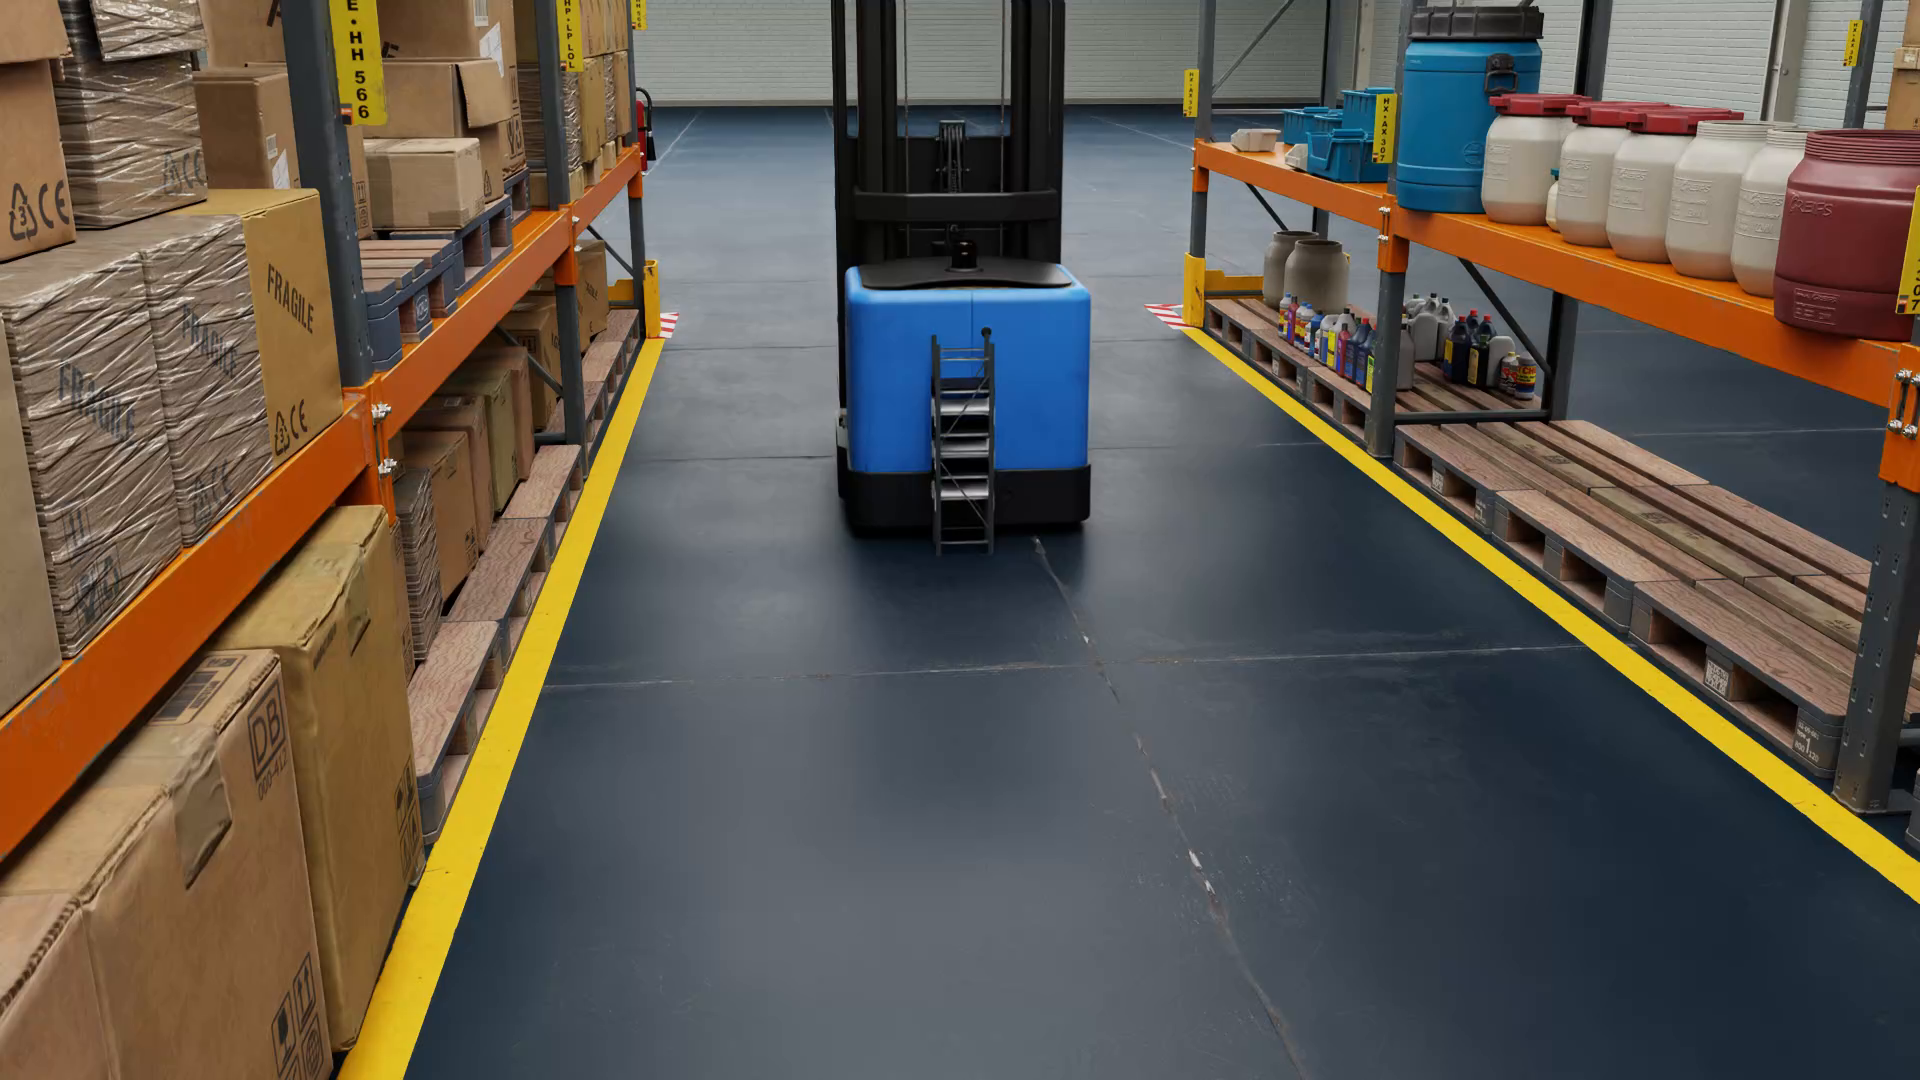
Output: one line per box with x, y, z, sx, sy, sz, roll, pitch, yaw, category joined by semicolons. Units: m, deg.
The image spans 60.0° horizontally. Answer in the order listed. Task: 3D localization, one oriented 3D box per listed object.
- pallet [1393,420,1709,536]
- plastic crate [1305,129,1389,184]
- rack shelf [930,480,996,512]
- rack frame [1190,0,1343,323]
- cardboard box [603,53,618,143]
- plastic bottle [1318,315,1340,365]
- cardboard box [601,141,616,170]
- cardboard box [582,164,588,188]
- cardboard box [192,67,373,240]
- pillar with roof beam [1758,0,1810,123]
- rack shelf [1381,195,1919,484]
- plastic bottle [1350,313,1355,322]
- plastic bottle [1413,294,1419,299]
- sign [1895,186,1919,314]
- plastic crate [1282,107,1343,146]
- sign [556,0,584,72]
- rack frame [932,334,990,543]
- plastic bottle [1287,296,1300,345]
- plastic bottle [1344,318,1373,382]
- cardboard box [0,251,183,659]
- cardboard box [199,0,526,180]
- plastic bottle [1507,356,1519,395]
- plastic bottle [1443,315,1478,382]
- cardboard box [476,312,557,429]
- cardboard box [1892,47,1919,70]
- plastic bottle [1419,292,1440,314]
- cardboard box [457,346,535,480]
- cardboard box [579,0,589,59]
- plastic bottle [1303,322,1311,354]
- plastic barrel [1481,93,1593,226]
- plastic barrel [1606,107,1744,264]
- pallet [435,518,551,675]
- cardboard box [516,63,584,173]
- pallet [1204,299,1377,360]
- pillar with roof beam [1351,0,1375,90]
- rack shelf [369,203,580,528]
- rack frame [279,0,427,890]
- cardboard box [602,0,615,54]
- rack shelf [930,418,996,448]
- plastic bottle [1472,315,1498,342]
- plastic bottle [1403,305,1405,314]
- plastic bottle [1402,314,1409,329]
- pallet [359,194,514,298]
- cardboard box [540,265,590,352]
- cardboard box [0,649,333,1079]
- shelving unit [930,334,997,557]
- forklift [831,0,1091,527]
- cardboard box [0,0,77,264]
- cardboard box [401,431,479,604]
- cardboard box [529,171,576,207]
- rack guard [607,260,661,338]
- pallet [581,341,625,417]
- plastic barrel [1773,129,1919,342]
2.726;-0.312;7.819;1.003;0.211;1.213;-2;18;-6;pallet
2.222;-2.126;9.188;0.499;0.251;0.616;-2;18;-6;plastic crate
0.011;-0.187;6.984;0.258;0.077;0.200;-1;17;-5;rack shelf
2.194;-3.067;11.938;1.000;3.000;0.127;-2;18;-6;rack frame
-2.524;-2.643;9.925;0.875;0.500;0.500;-2;18;-6;cardboard box
2.187;-1.171;9.711;0.152;0.276;0.135;-1;17;-5;plastic bottle
-2.239;-2.272;9.825;0.380;0.149;0.250;-2;18;-6;cardboard box
-2.145;-1.898;8.636;0.380;0.149;0.250;-2;18;-6;cardboard box
-2.160;-1.101;4.810;0.700;0.500;0.500;1;17;3;cardboard box
7.461;-9.496;22.400;9.100;9.000;0.400;-2;18;-6;pillar with roof beam
2.813;-0.936;6.352;1.077;0.370;4.000;-2;18;-6;rack shelf
2.293;-1.178;9.720;0.061;0.283;0.133;-2;18;-6;plastic bottle
2.849;-1.413;10.471;0.061;0.283;0.133;-1;17;-4;plastic bottle
2.472;-0.742;4.261;0.100;0.325;0.005;-2;18;-6;sign
2.543;-2.856;11.515;0.499;0.251;0.616;-2;18;-6;plastic crate
-1.769;-2.293;7.540;0.100;0.325;0.005;-2;18;-6;sign
0.003;-0.421;7.016;0.240;0.900;0.006;-1;17;-5;rack frame
2.076;-1.363;10.312;0.061;0.283;0.133;-1;17;-5;plastic bottle
2.233;-1.061;9.238;0.144;0.351;0.185;-3;18;-8;plastic bottle
-1.508;-0.135;2.434;0.500;0.500;0.500;-2;18;-7;cardboard box
-2.378;-1.968;6.735;1.000;1.000;1.000;-2;18;-5;cardboard box
2.999;-0.889;8.938;0.097;0.201;0.097;0;17;0;plastic bottle
2.792;-1.070;9.266;0.144;0.351;0.185;-2;18;-6;plastic bottle
-2.322;-0.850;8.350;0.500;0.500;0.500;-2;18;-7;cardboard box
6.947;-3.453;11.917;0.380;0.149;0.250;-2;18;-6;cardboard box
2.853;-1.313;10.039;0.144;0.351;0.185;-1;17;-3;plastic bottle
-2.278;-0.556;7.379;0.700;0.500;0.500;-3;18;-10;cardboard box
-2.167;-2.680;8.372;0.500;0.500;0.500;-2;18;-6;cardboard box
2.127;-1.231;10.026;0.097;0.201;0.097;0;17;0;plastic bottle
2.487;-1.648;7.193;0.433;0.535;0.433;0;17;0;plastic barrel
2.607;-1.301;6.086;0.433;0.535;0.433;0;17;0;plastic barrel
-2.109;0.204;6.174;1.003;0.211;1.213;-2;18;-6;pallet
-2.305;-2.048;8.029;0.875;0.500;0.500;-2;18;-6;cardboard box
2.327;-1.473;11.517;1.003;0.211;1.213;-2;18;-6;pallet
5.604;-14.859;39.482;9.100;9.000;0.400;-2;18;-6;pillar with roof beam
-2.114;-0.783;5.865;1.077;0.370;4.000;-2;18;-6;rack shelf
-1.908;-0.530;3.859;1.000;3.000;0.127;-2;18;-6;rack frame
-2.324;-3.127;9.795;0.500;0.500;0.500;-2;18;-6;cardboard box
0.011;-0.445;6.903;0.258;0.077;0.200;-1;17;-5;rack shelf
2.936;-1.075;9.280;0.144;0.351;0.185;-1;17;-4;plastic bottle
2.712;-1.368;10.327;0.061;0.283;0.133;-2;18;-6;plastic bottle
2.710;-1.281;10.188;0.097;0.201;0.097;0;17;0;plastic bottle
-2.153;-1.027;5.762;1.003;0.211;1.213;-2;18;-6;pallet
-2.544;-1.371;10.008;0.500;0.500;0.500;0;17;0;cardboard box
-1.773;0.755;2.611;1.225;0.875;0.875;-2;18;-5;cardboard box
0.011;-0.391;6.920;0.258;0.900;0.210;-1;17;-5;shelving unit
-0.077;-1.846;8.163;1.130;2.935;3.031;-1;17;-5;forklift
-1.784;-0.644;2.380;0.797;0.503;0.637;-1;17;-4;cardboard box
-2.132;-0.080;5.864;0.700;0.500;0.500;0;17;-1;cardboard box
-2.043;-1.676;7.926;0.380;0.149;0.250;-2;18;-6;cardboard box
-2.725;-1.699;11.753;1.175;0.500;0.348;-2;18;-6;rack guard
-2.554;-0.955;9.867;1.003;0.211;1.213;-2;18;-6;pallet
2.670;-0.877;4.737;0.600;0.536;0.708;-2;18;-6;plastic barrel
